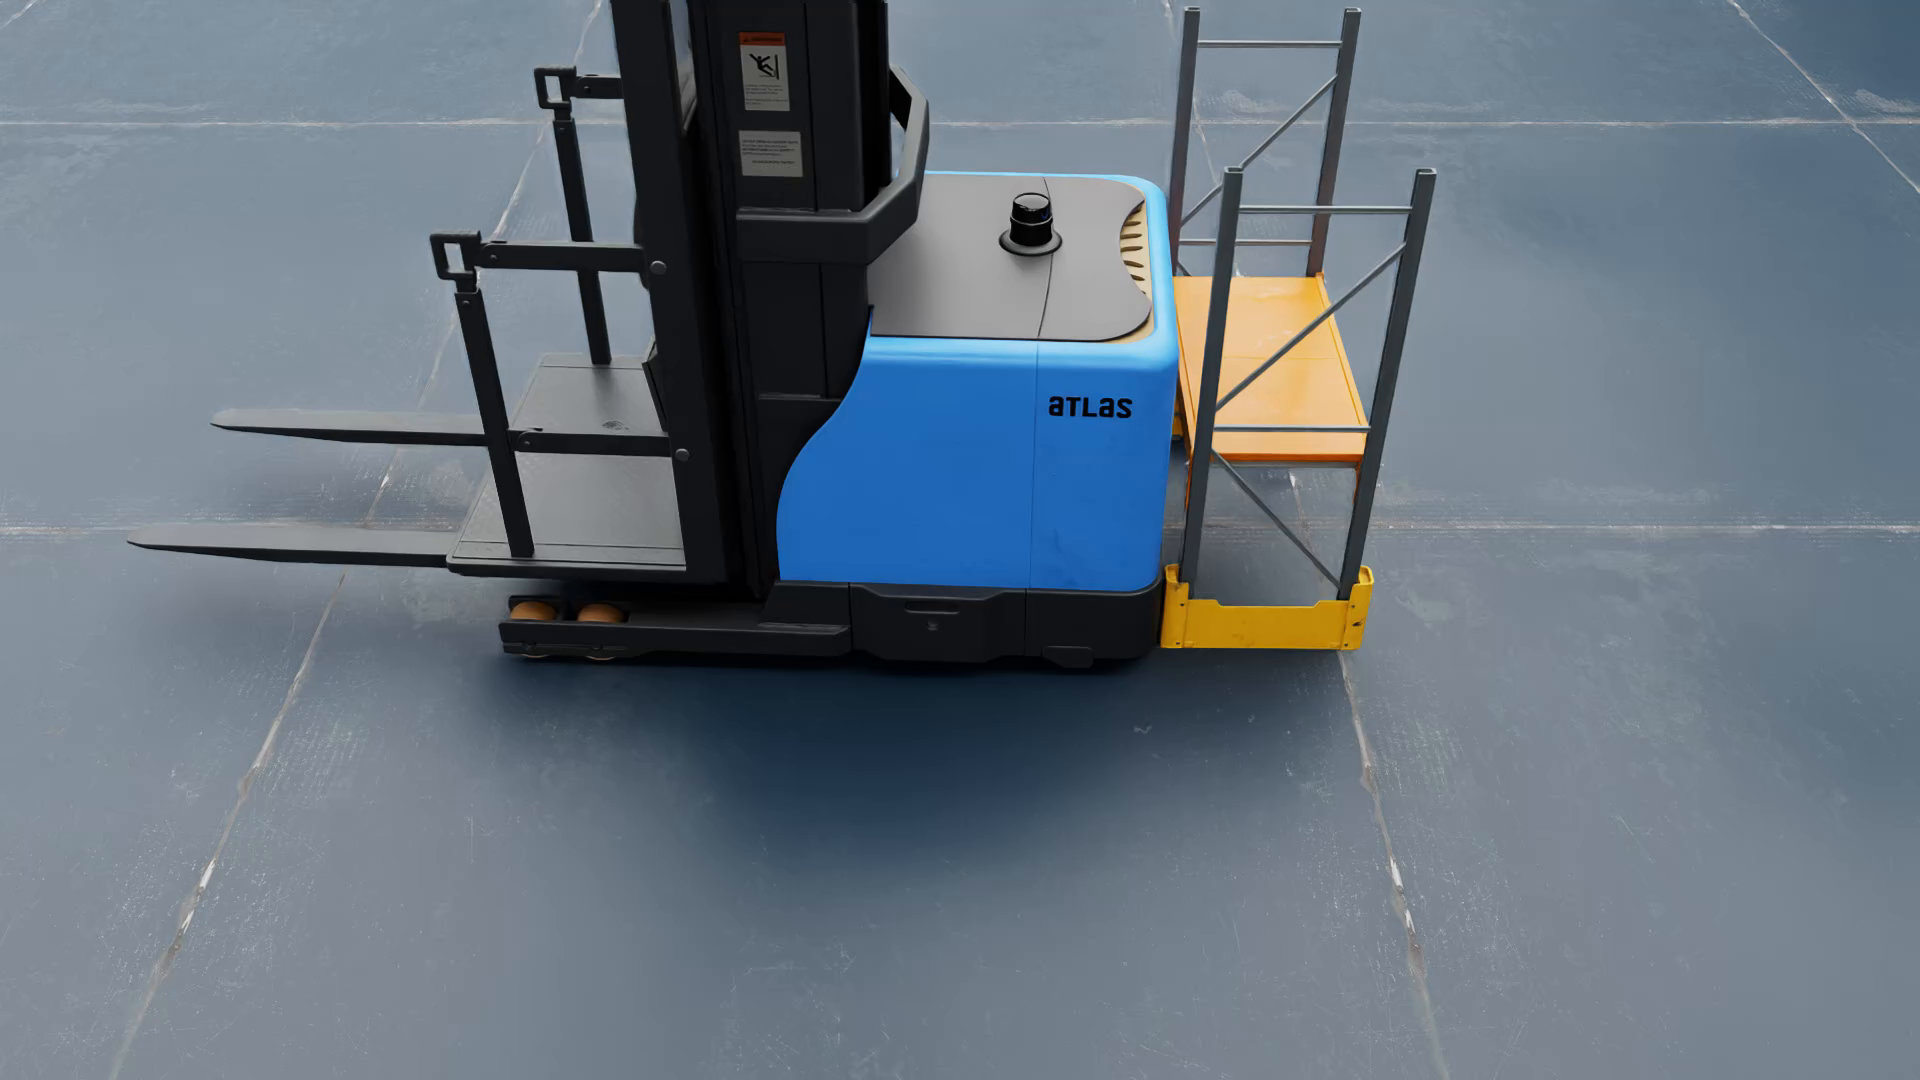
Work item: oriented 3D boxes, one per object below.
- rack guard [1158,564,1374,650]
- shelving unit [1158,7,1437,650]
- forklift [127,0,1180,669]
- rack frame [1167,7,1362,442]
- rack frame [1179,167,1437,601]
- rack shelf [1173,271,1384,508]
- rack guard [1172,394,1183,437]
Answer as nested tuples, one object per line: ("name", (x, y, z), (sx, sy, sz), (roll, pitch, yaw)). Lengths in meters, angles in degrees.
("rack guard", (0.879, 0.195, 4.807), (0.587, 0.250, 0.087), (0, 39, 1))
("shelving unit", (0.885, -0.604, 4.805), (0.587, 1.500, 1.083), (0, 39, 1))
("forklift", (-0.924, -1.124, 4.309), (3.031, 2.935, 1.130), (2, 39, 2))
("rack frame", (0.892, -0.928, 5.208), (0.500, 1.500, 0.032), (0, 39, 1))
("rack frame", (0.879, -0.292, 4.415), (0.500, 1.500, 0.032), (0, 39, 1))
("rack shelf", (0.885, -0.470, 4.924), (0.538, 0.185, 1.000), (0, 39, 1))
("rack guard", (0.891, -0.428, 5.584), (0.587, 0.250, 0.087), (0, 39, 1))
